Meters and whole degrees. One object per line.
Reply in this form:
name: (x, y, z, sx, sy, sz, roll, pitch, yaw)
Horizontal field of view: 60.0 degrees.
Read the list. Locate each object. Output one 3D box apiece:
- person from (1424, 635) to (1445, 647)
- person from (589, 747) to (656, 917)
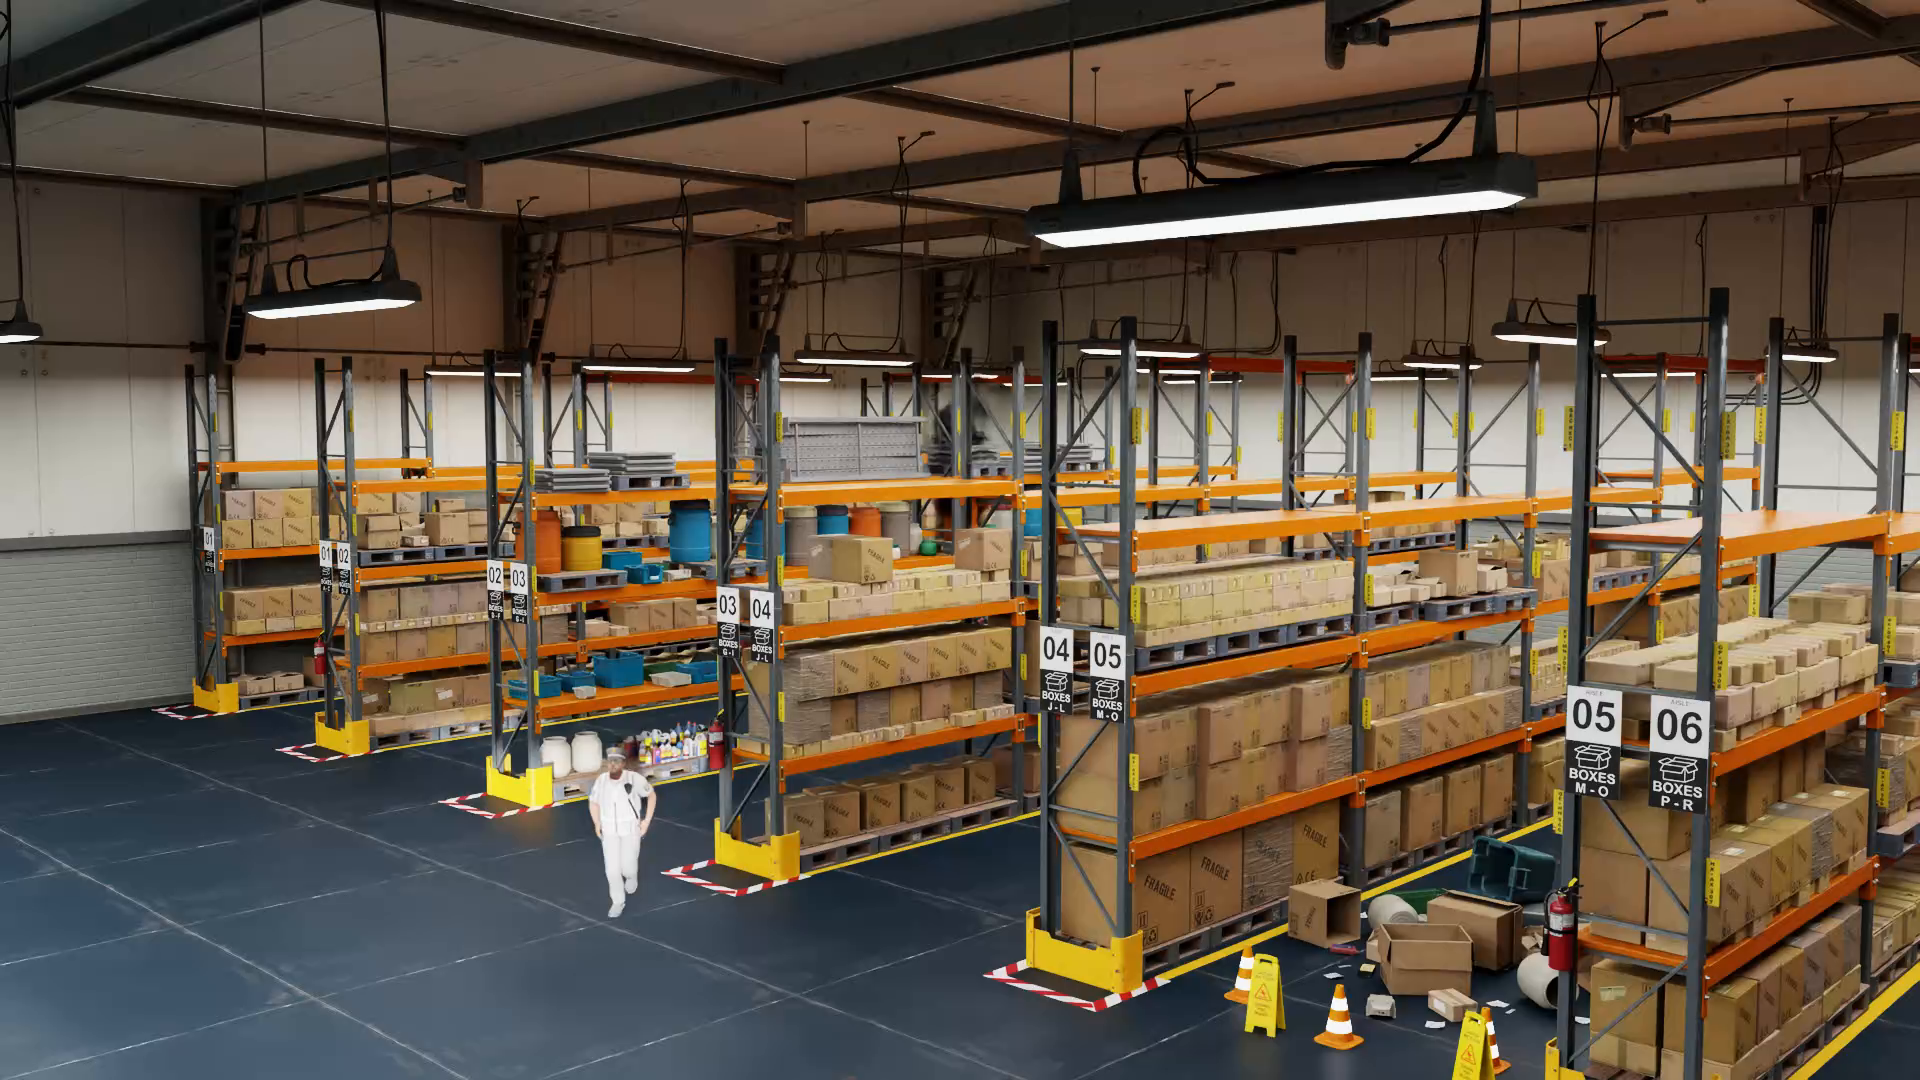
person: (7.657, 2.282, 26.620, 0.756, 1.767, 0.635, -4, 6, -44)
person: (-3.495, 2.988, 17.211, 0.681, 1.765, 0.680, 0, 4, 2)
